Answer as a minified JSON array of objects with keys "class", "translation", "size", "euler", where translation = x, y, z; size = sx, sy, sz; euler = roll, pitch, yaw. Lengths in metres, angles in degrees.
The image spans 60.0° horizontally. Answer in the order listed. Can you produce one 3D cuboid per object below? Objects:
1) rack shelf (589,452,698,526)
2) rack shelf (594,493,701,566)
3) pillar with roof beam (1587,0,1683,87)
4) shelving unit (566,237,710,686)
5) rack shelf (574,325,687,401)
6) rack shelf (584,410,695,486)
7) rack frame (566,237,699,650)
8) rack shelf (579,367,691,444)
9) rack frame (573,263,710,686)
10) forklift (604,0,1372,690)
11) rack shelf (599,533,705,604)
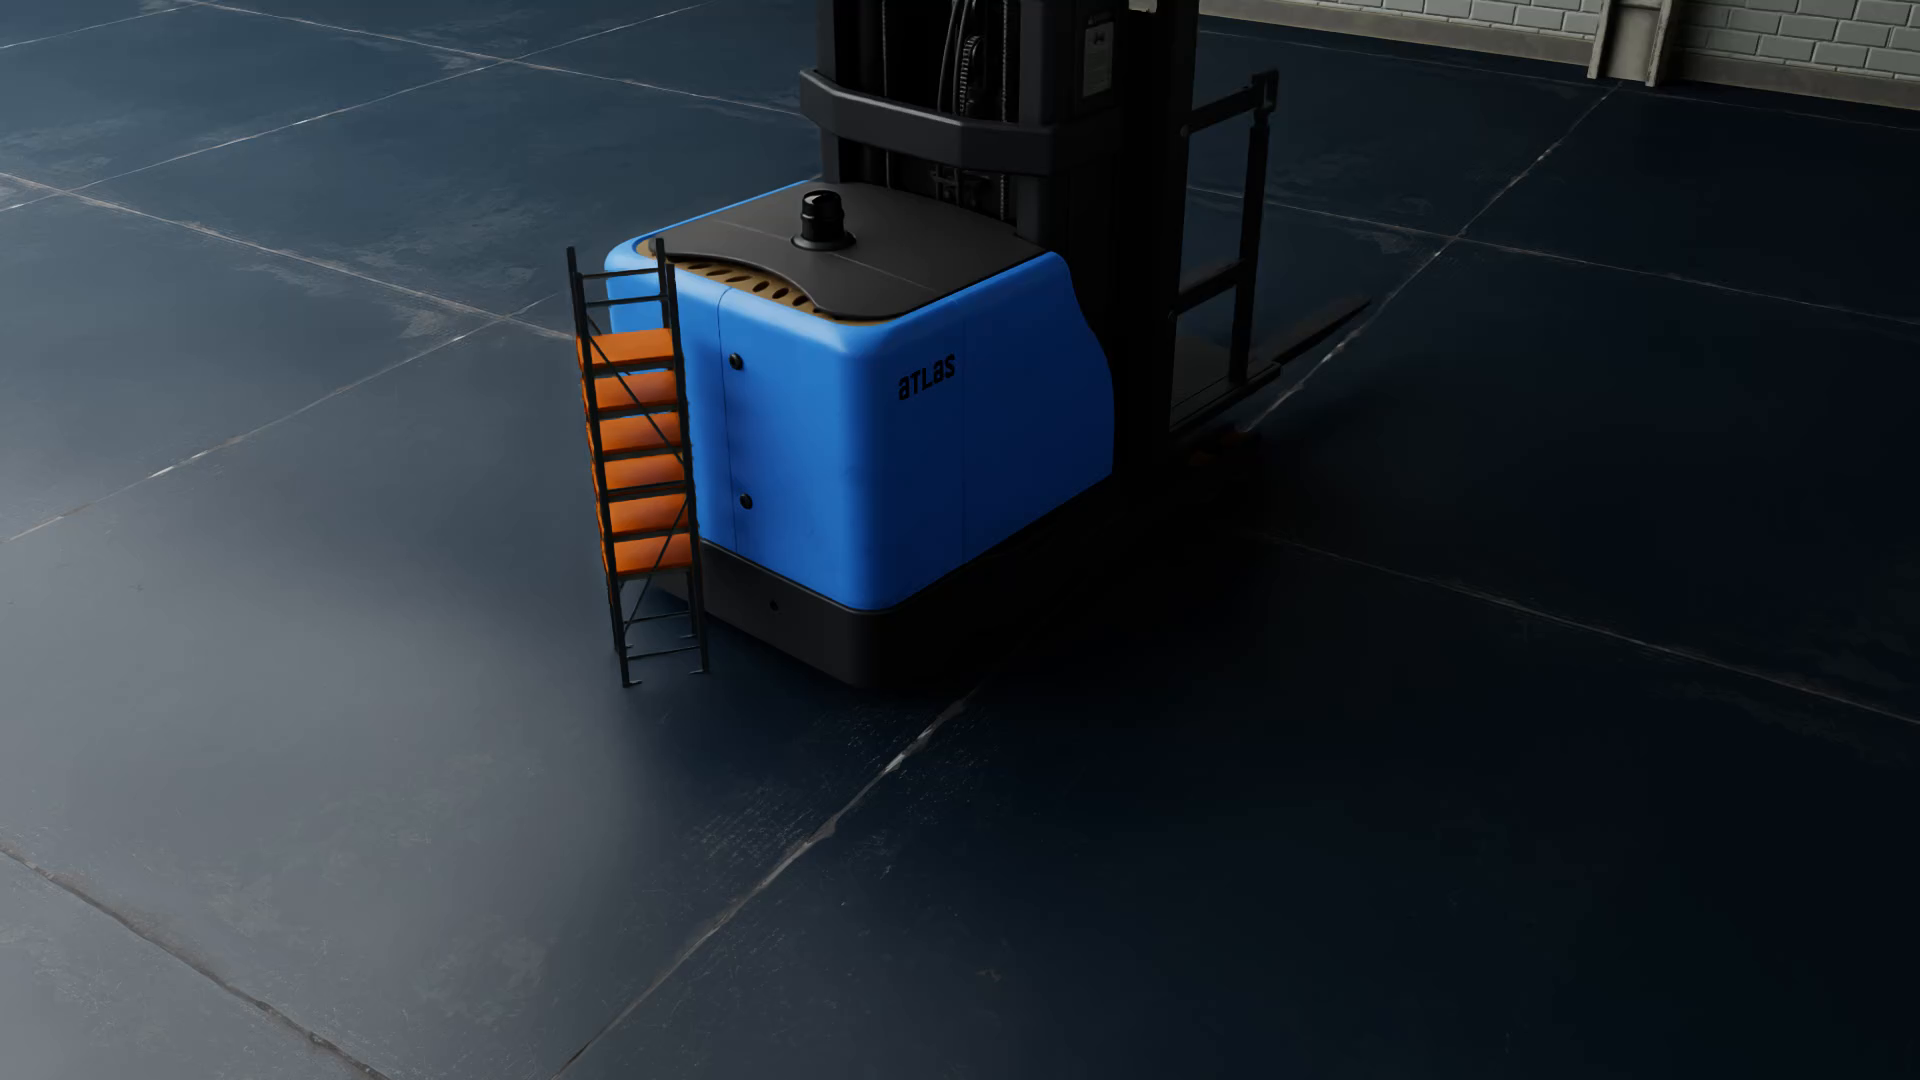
[{"class":"rack shelf","translation":[-0.835,-0.141,4.386],"size":[0.258,0.103,0.180],"euler":[-8,32,-14]},{"class":"rack shelf","translation":[-0.835,-0.037,4.447],"size":[0.258,0.103,0.180],"euler":[-8,32,-14]},{"class":"pillar with roof beam","translation":[1.744,-4.853,4.638],"size":[0.400,9.000,9.100],"euler":[18,35,27]},{"class":"shelving unit","translation":[-0.834,-0.179,4.364],"size":[0.258,1.200,0.189],"euler":[-8,32,-14]},{"class":"rack shelf","translation":[-0.833,-0.450,4.203],"size":[0.258,0.103,0.180],"euler":[-8,32,-14]},{"class":"rack shelf","translation":[-0.834,-0.244,4.325],"size":[0.258,0.103,0.180],"euler":[-8,32,-14]},{"class":"rack frame","translation":[-0.861,-0.224,4.439],"size":[0.240,1.200,0.006],"euler":[-8,32,-14]},{"class":"rack shelf","translation":[-0.833,-0.347,4.264],"size":[0.258,0.103,0.180],"euler":[-8,32,-14]},{"class":"rack frame","translation":[-0.808,-0.134,4.288],"size":[0.240,1.200,0.006],"euler":[-8,32,-14]},{"class":"forklift","translation":[0.357,-1.536,4.975],"size":[1.130,2.935,3.031],"euler":[23,37,34]},{"class":"rack shelf","translation":[-0.836,0.066,4.508],"size":[0.258,0.103,0.180],"euler":[-8,32,-14]}]
